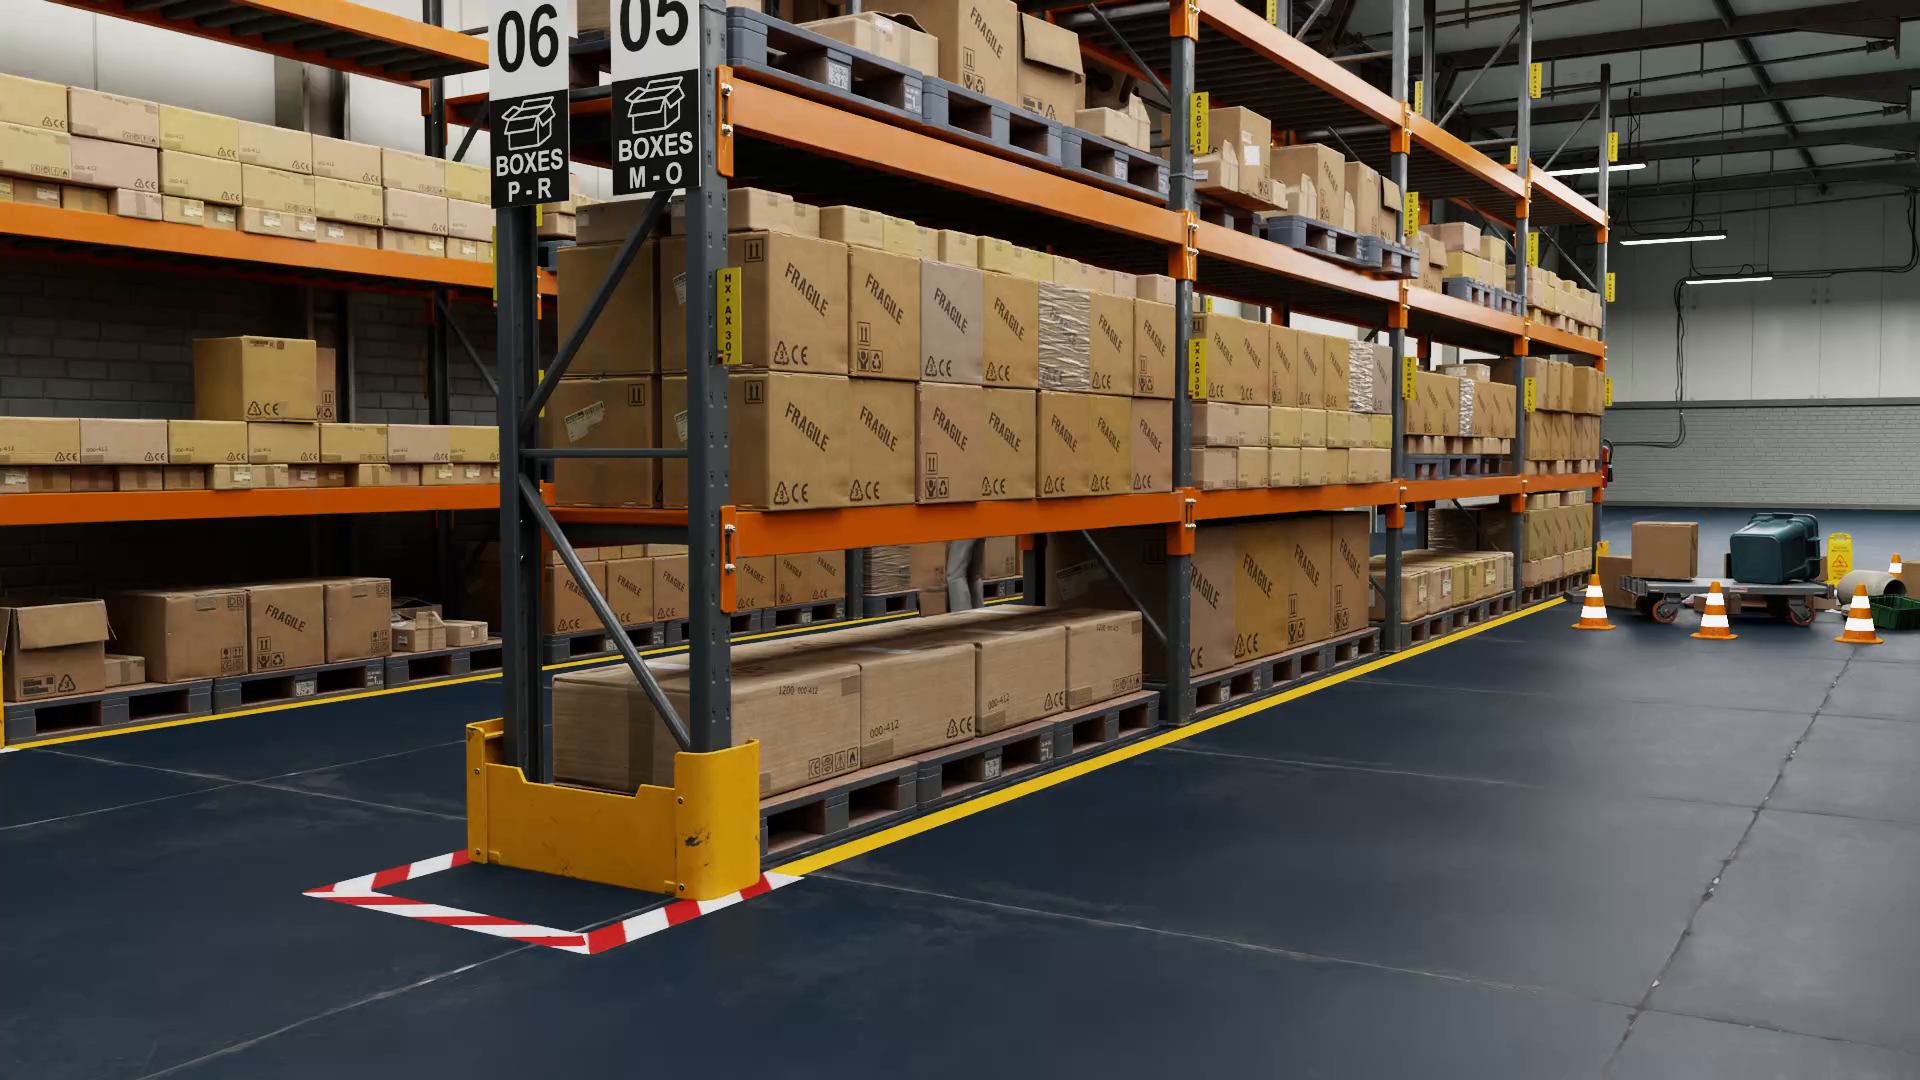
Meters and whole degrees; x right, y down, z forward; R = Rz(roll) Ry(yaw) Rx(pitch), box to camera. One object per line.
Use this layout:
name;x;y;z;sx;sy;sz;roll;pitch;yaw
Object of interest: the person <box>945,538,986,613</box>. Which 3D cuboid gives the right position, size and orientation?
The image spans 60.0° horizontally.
person;0.042;-0.044;13.920;0.360;1.674;0.483;2;3;29
